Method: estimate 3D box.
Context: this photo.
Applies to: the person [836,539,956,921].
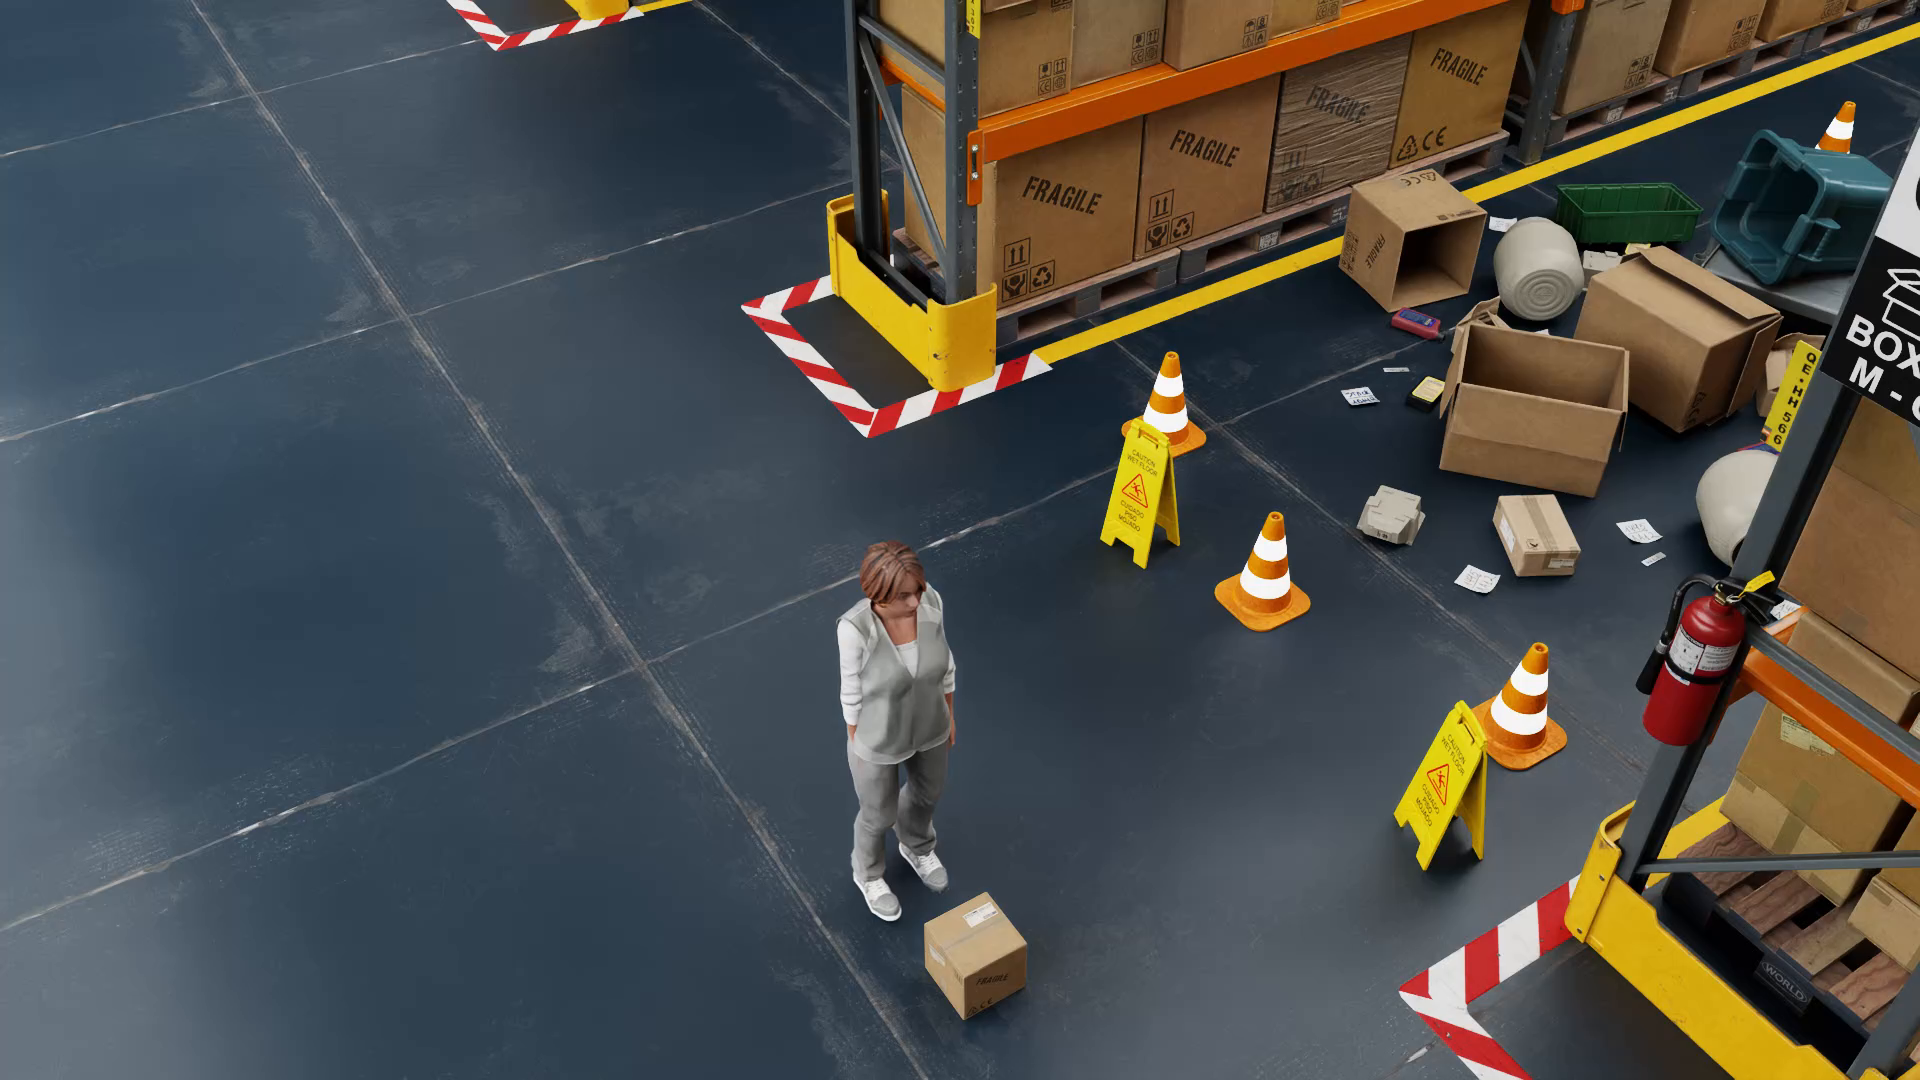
[{"bbox_3d":[-0.192,0.632,5.467,0.406,1.617,0.310,-22,46,-23],"label":"person"}]
